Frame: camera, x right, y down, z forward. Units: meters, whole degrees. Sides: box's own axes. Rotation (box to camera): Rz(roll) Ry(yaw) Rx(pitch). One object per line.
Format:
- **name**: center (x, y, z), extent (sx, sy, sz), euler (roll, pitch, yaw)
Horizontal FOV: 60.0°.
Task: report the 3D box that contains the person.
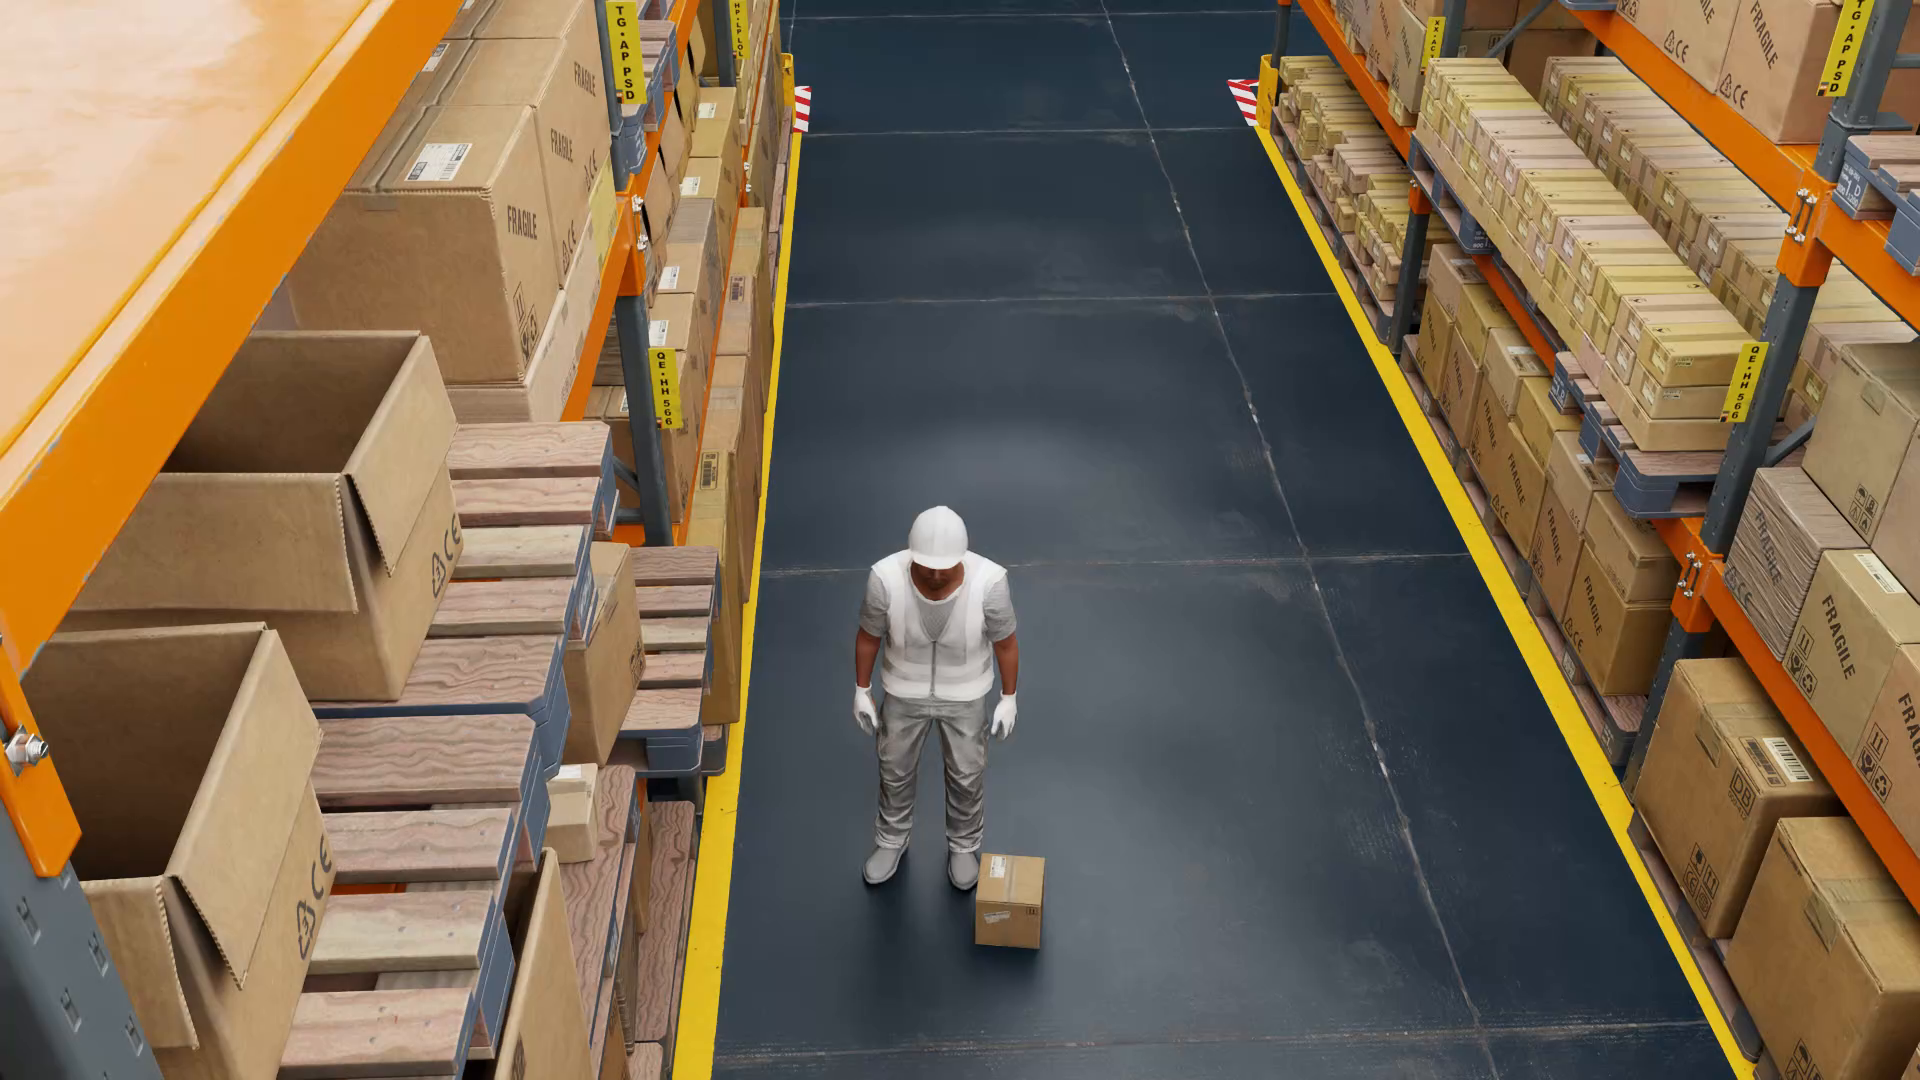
- **person**: center (-0.091, 0.594, 6.334), extent (0.631, 1.776, 0.443), euler (3, 35, 4)
